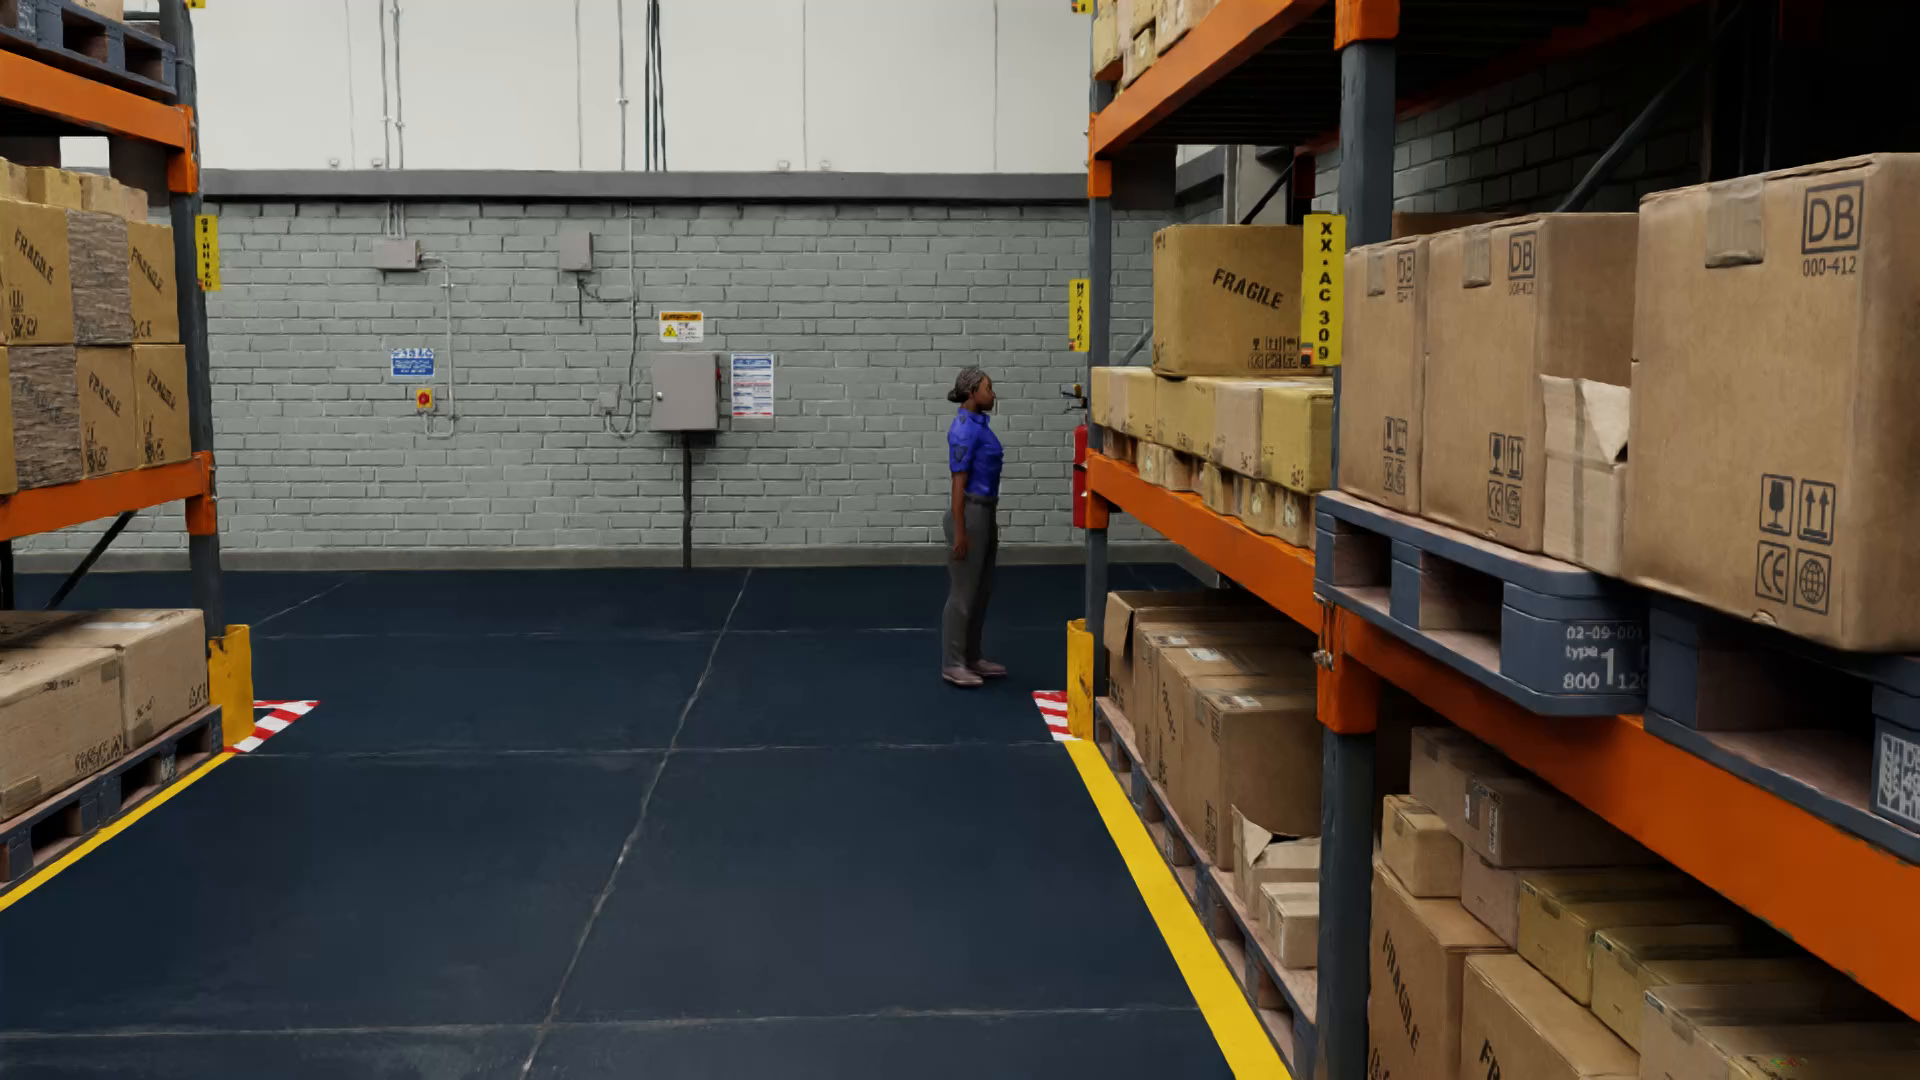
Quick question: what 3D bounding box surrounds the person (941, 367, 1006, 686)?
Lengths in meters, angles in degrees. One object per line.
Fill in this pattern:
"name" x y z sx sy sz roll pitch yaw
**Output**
"person" 0.068 -0.079 8.789 0.323 1.665 0.550 2 7 13
